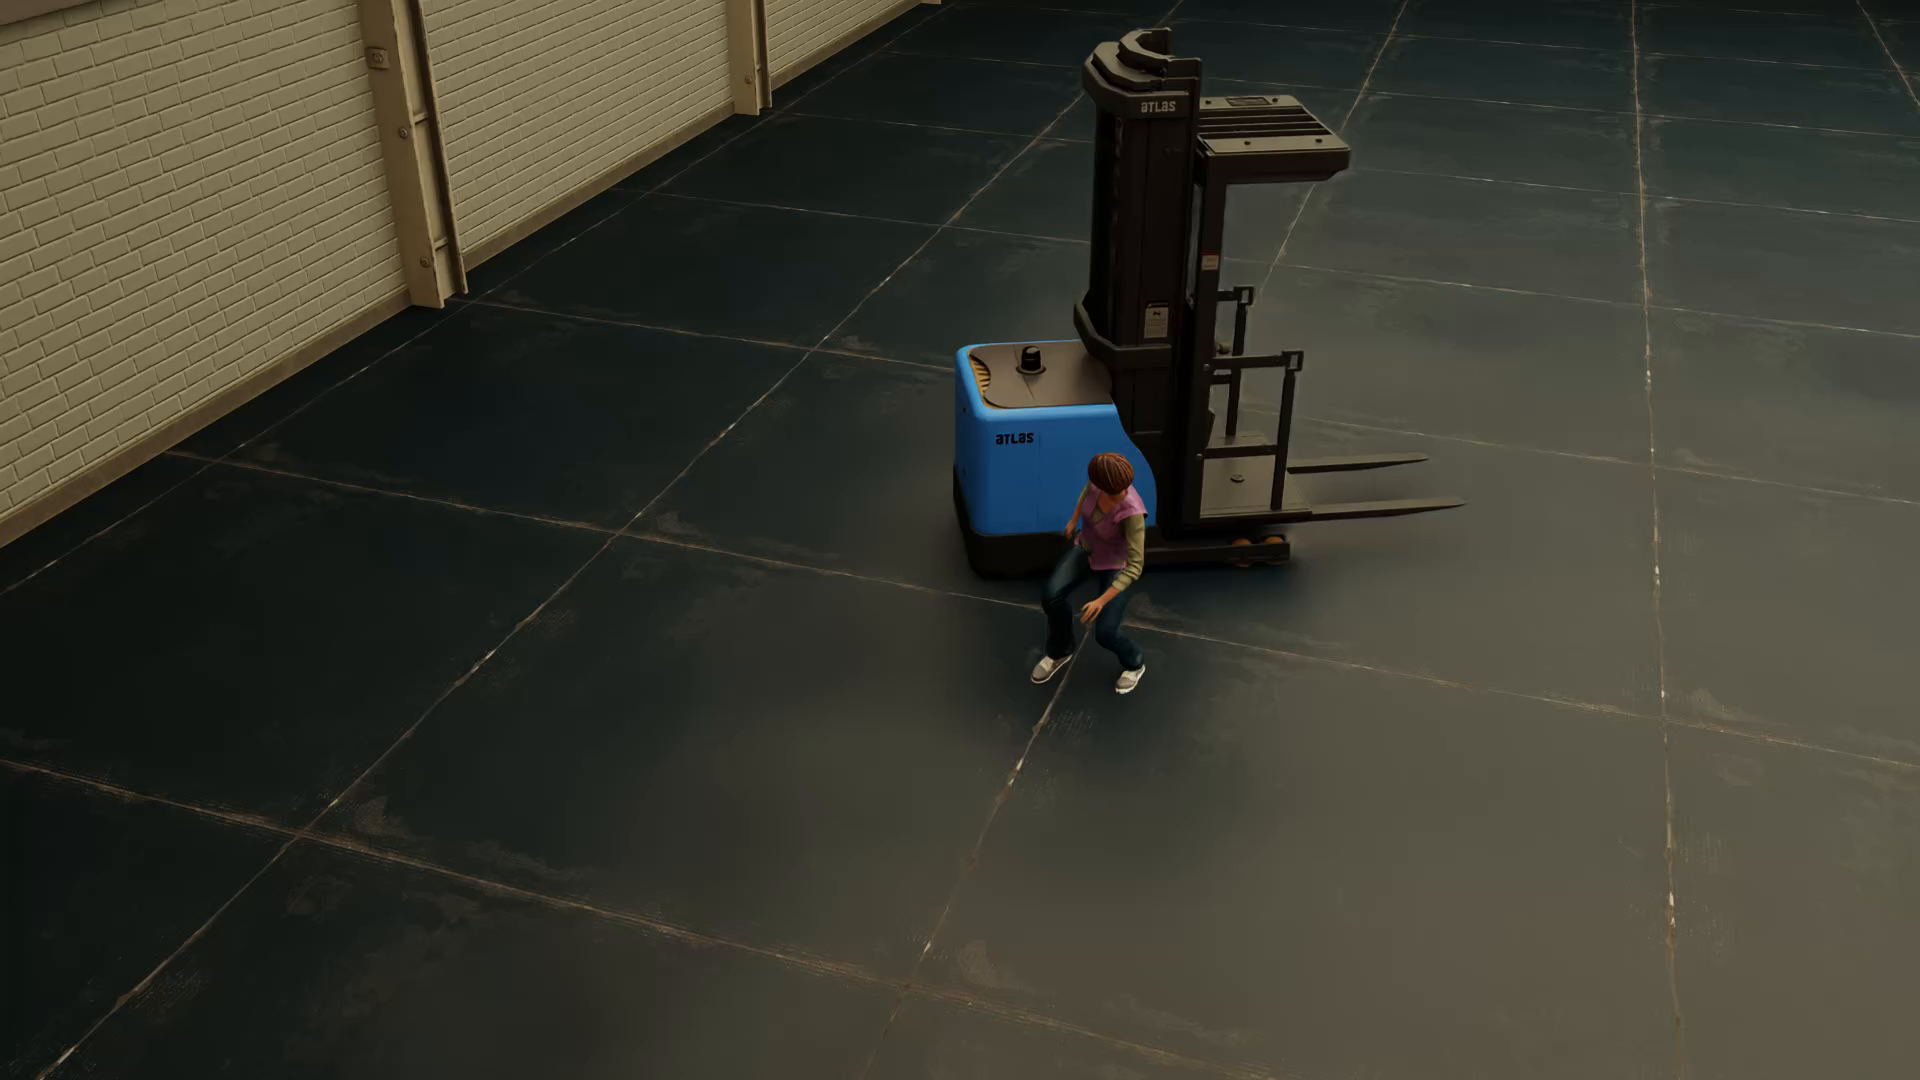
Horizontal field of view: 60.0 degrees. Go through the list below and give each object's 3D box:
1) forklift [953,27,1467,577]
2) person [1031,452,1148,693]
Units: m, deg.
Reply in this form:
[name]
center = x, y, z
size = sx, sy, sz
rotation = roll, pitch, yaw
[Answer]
[forklift]
center = 1.515, -1.368, 9.537
size = 3.031, 2.935, 1.130
rotation = -4, 30, -6
[person]
center = 0.665, 0.142, 8.486
size = 0.649, 1.390, 0.636
rotation = 21, 36, 32
